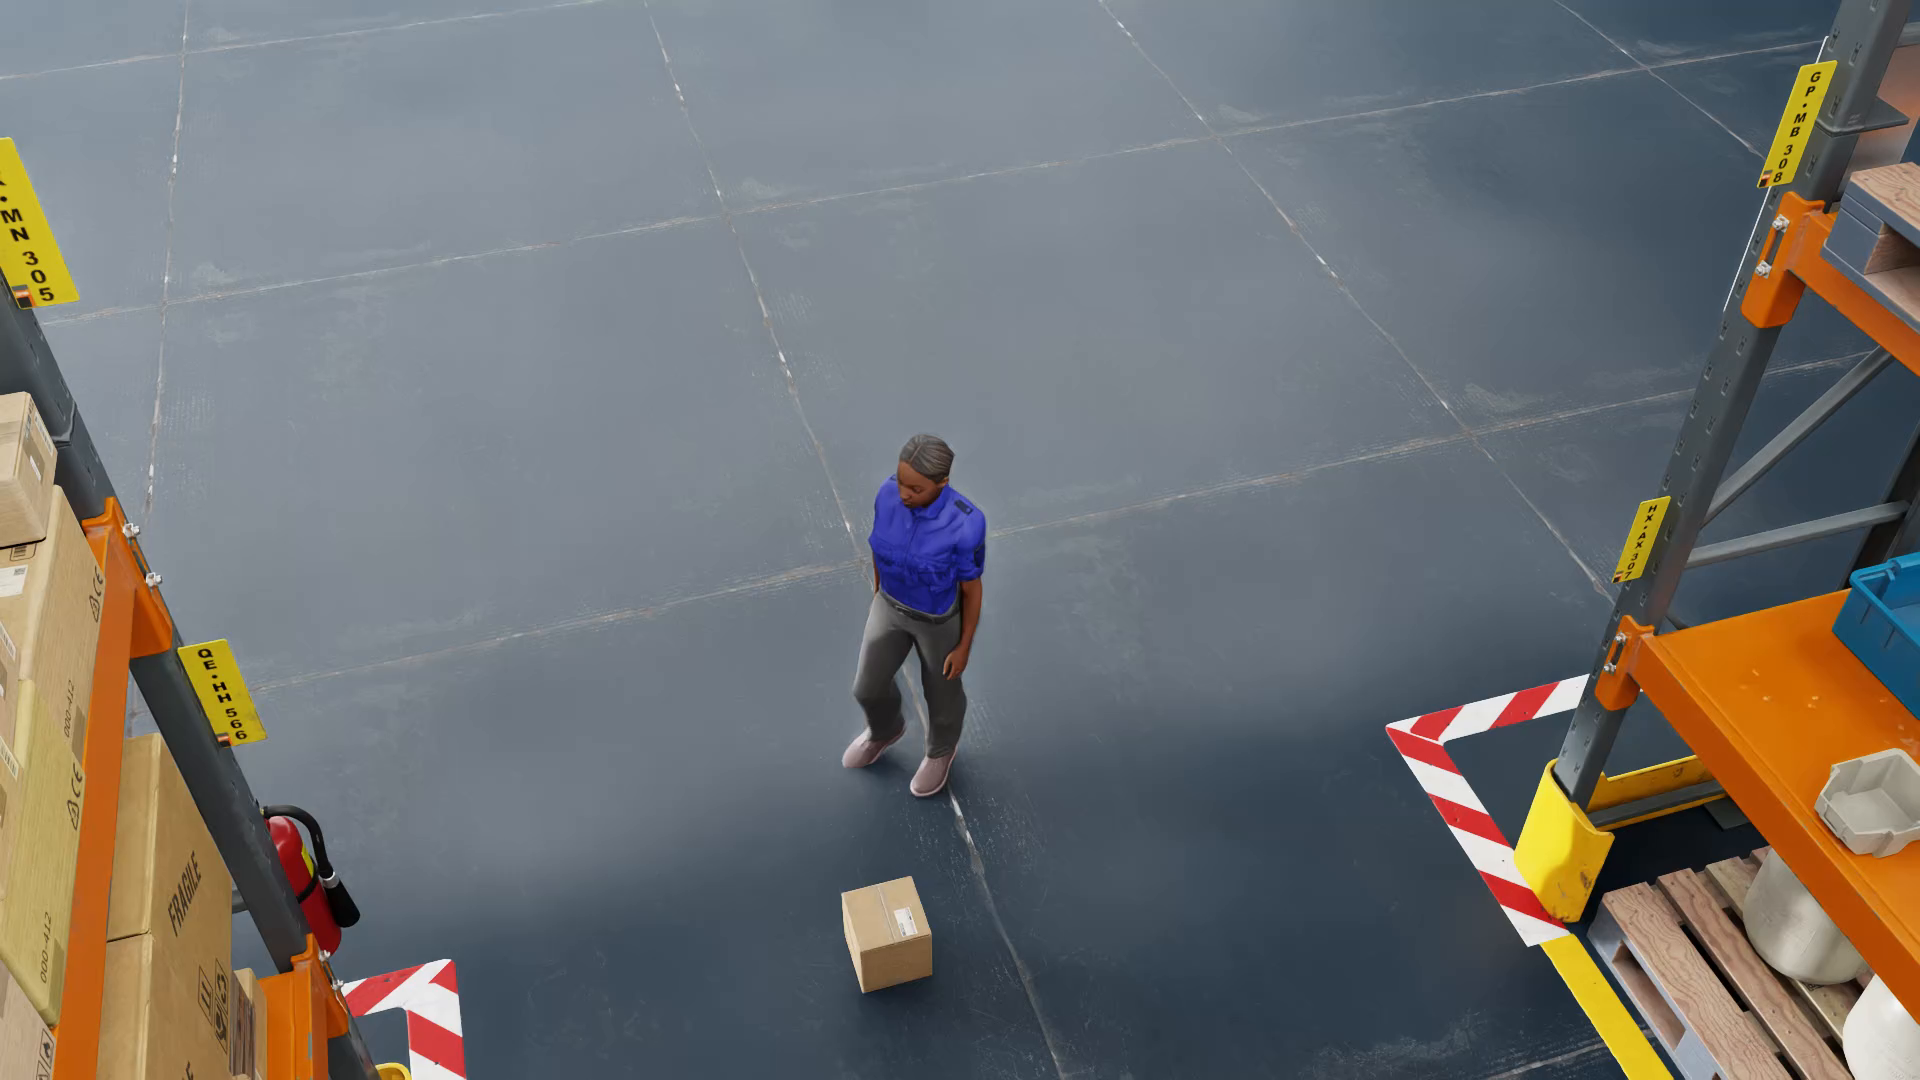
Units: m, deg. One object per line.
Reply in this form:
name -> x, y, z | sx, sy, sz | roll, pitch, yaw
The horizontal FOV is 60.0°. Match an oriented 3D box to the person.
person -> -0.176, 0.286, 5.871 | 0.555, 1.699, 0.344 | 22, 47, 22
